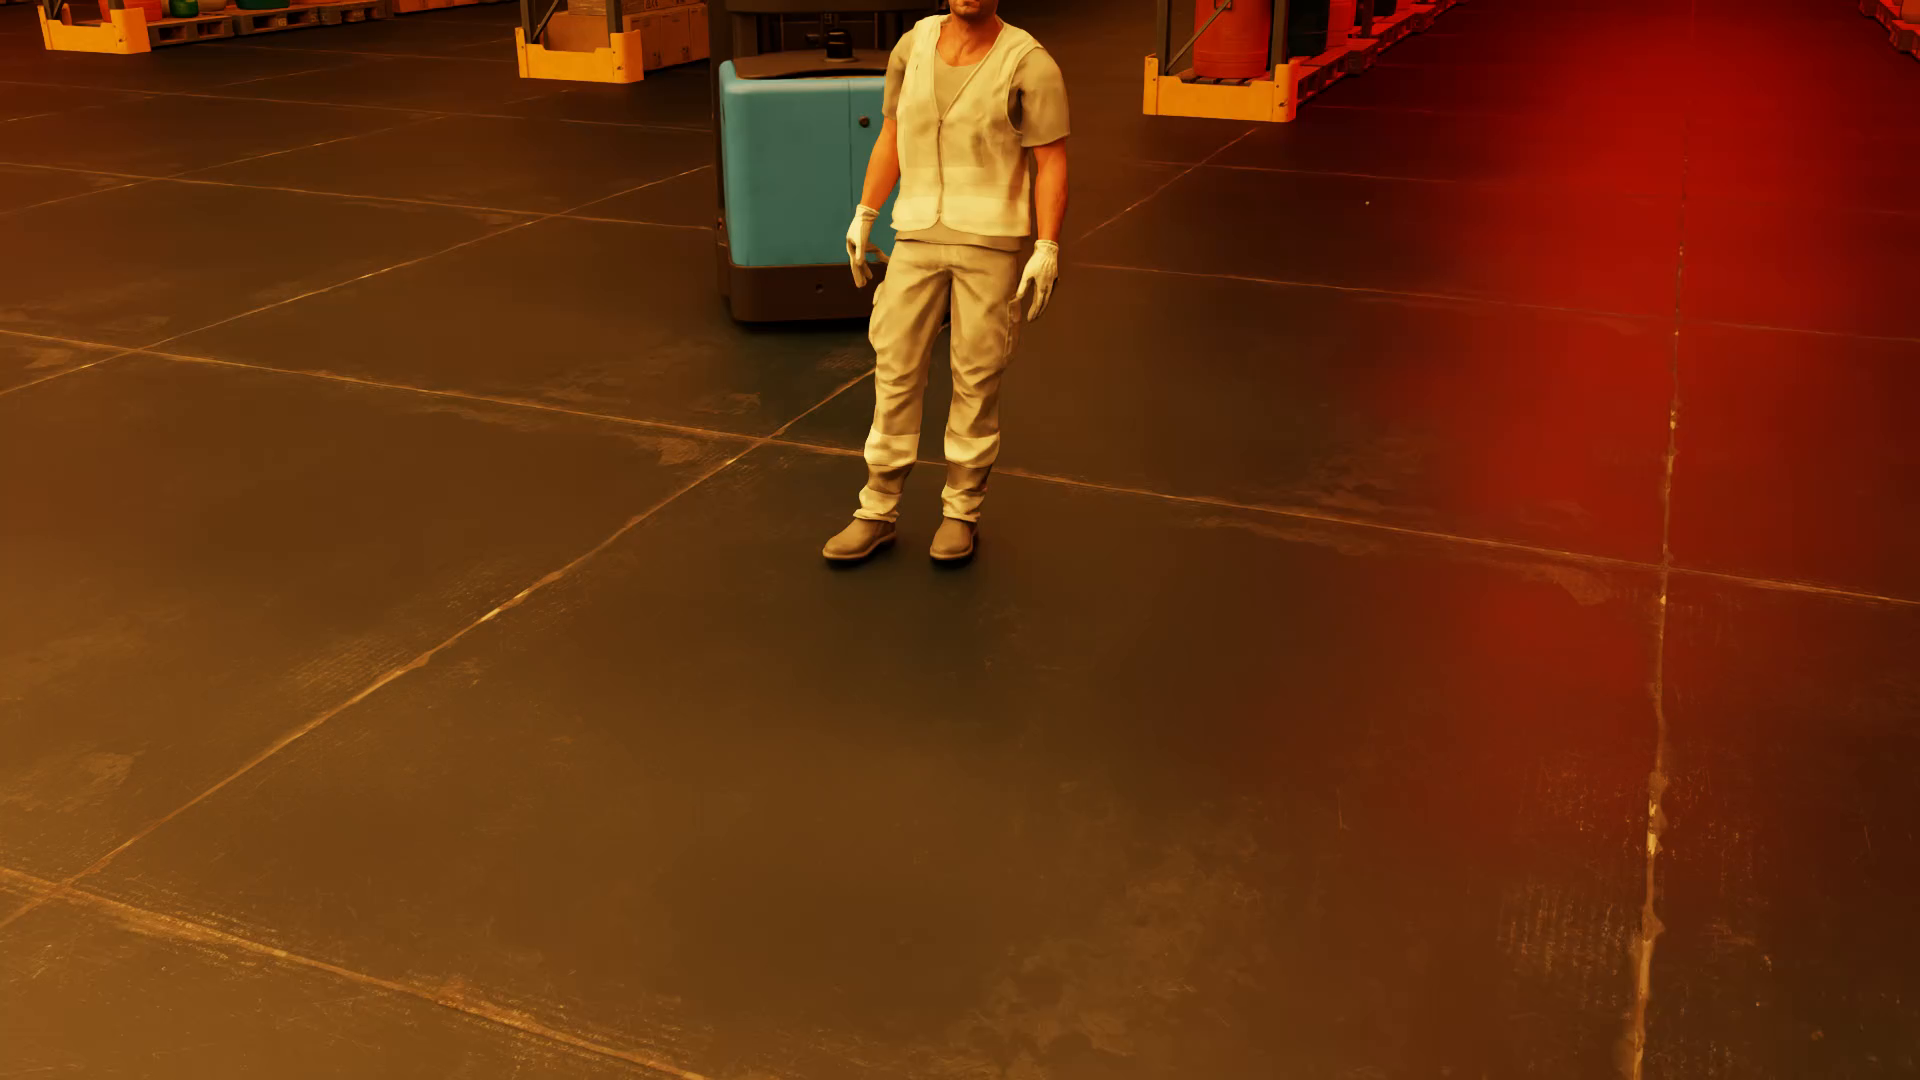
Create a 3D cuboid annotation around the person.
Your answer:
[{"bbox_3d":[-0.042,-0.806,4.681,0.637,1.787,0.564,9,24,21],"label":"person"}]

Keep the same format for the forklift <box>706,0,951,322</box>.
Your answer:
[{"bbox_3d":[-0.696,-2.824,8.048,1.130,2.935,3.031,-4,23,-8],"label":"forklift"}]
